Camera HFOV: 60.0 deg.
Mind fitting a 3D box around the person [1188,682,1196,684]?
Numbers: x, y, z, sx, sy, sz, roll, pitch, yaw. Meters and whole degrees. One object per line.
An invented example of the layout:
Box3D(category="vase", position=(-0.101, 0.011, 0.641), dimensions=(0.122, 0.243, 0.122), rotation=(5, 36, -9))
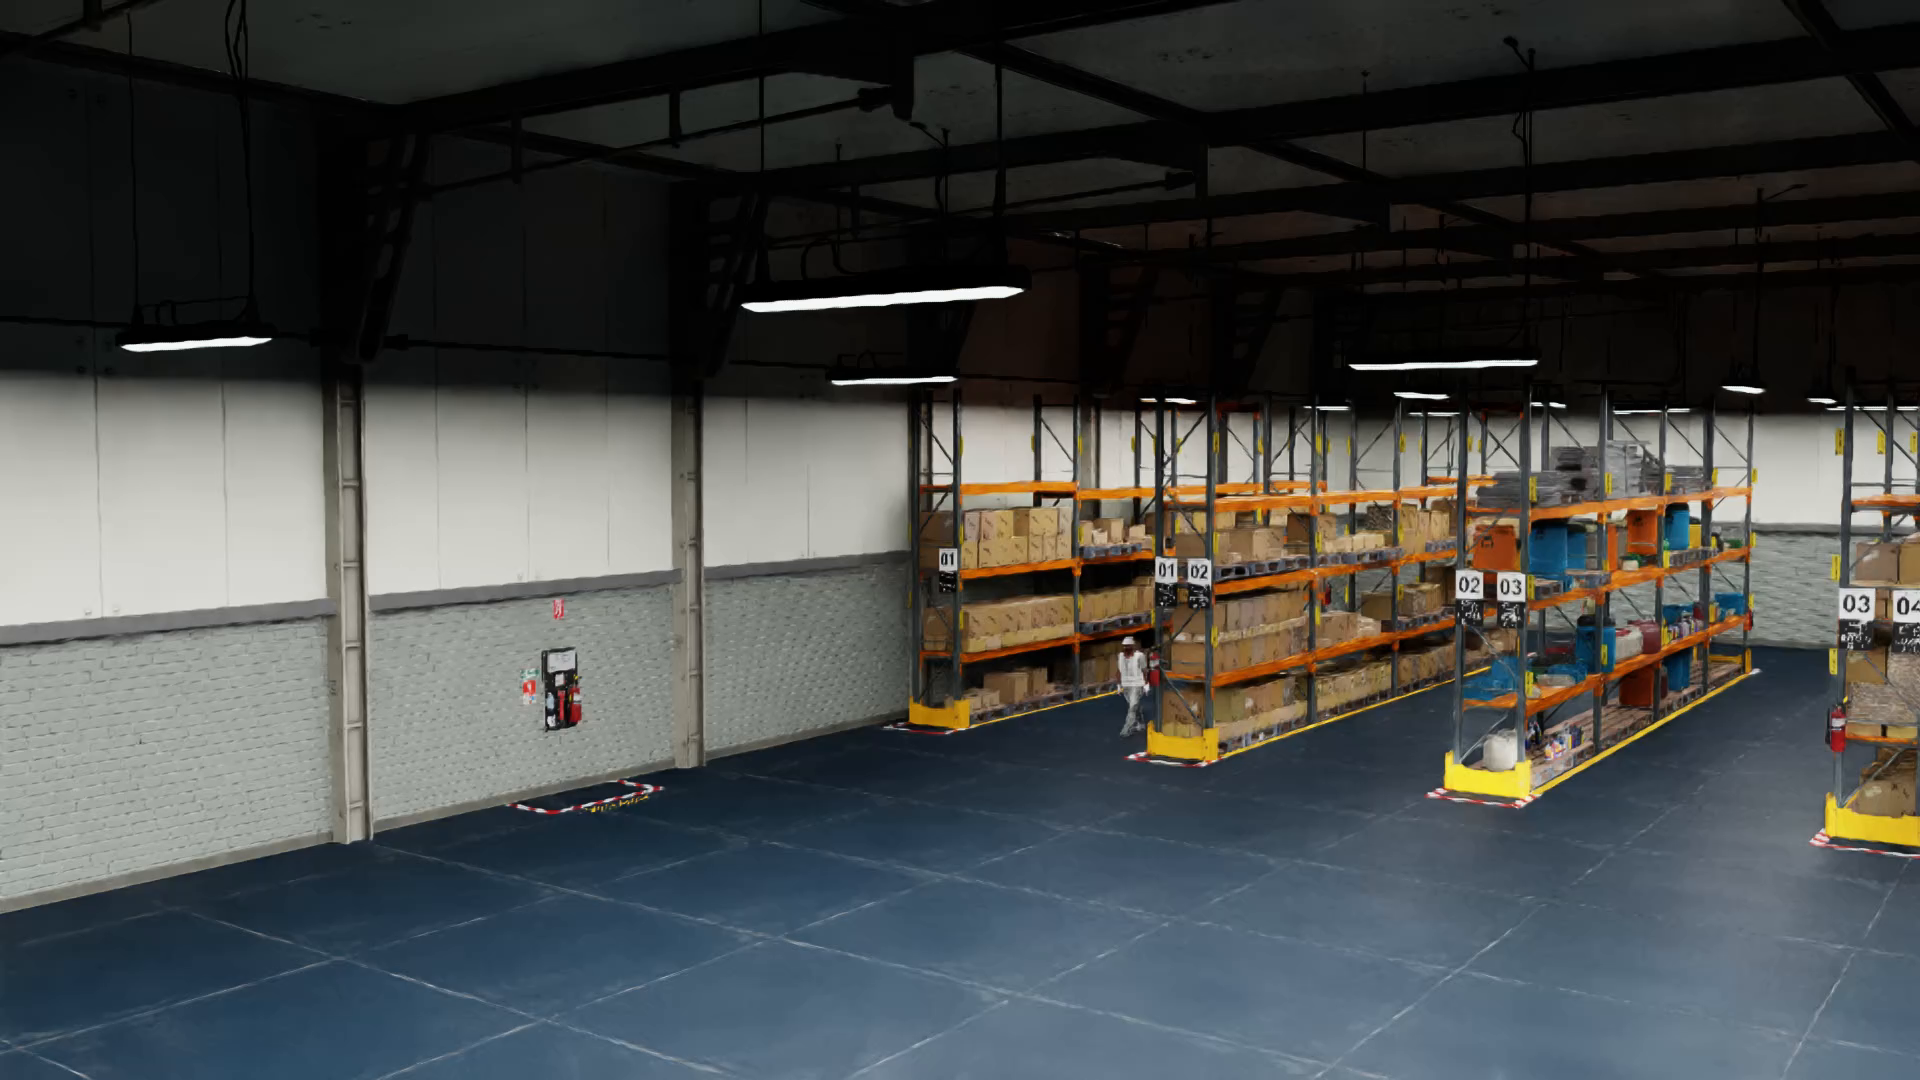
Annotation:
Box3D(category="person", position=(5.143, 2.159, 34.798), dimensions=(0.553, 1.725, 1.030), rotation=(2, 4, 35))

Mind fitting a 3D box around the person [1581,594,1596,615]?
Box3D(category="person", position=(15.348, 1.905, 40.292), dimensions=(0.598, 1.619, 0.507), rotation=(2, 4, 34))

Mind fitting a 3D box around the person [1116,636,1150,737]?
Box3D(category="person", position=(2.924, 2.497, 28.671), dimensions=(0.568, 1.703, 1.106), rotation=(3, 4, 38))
